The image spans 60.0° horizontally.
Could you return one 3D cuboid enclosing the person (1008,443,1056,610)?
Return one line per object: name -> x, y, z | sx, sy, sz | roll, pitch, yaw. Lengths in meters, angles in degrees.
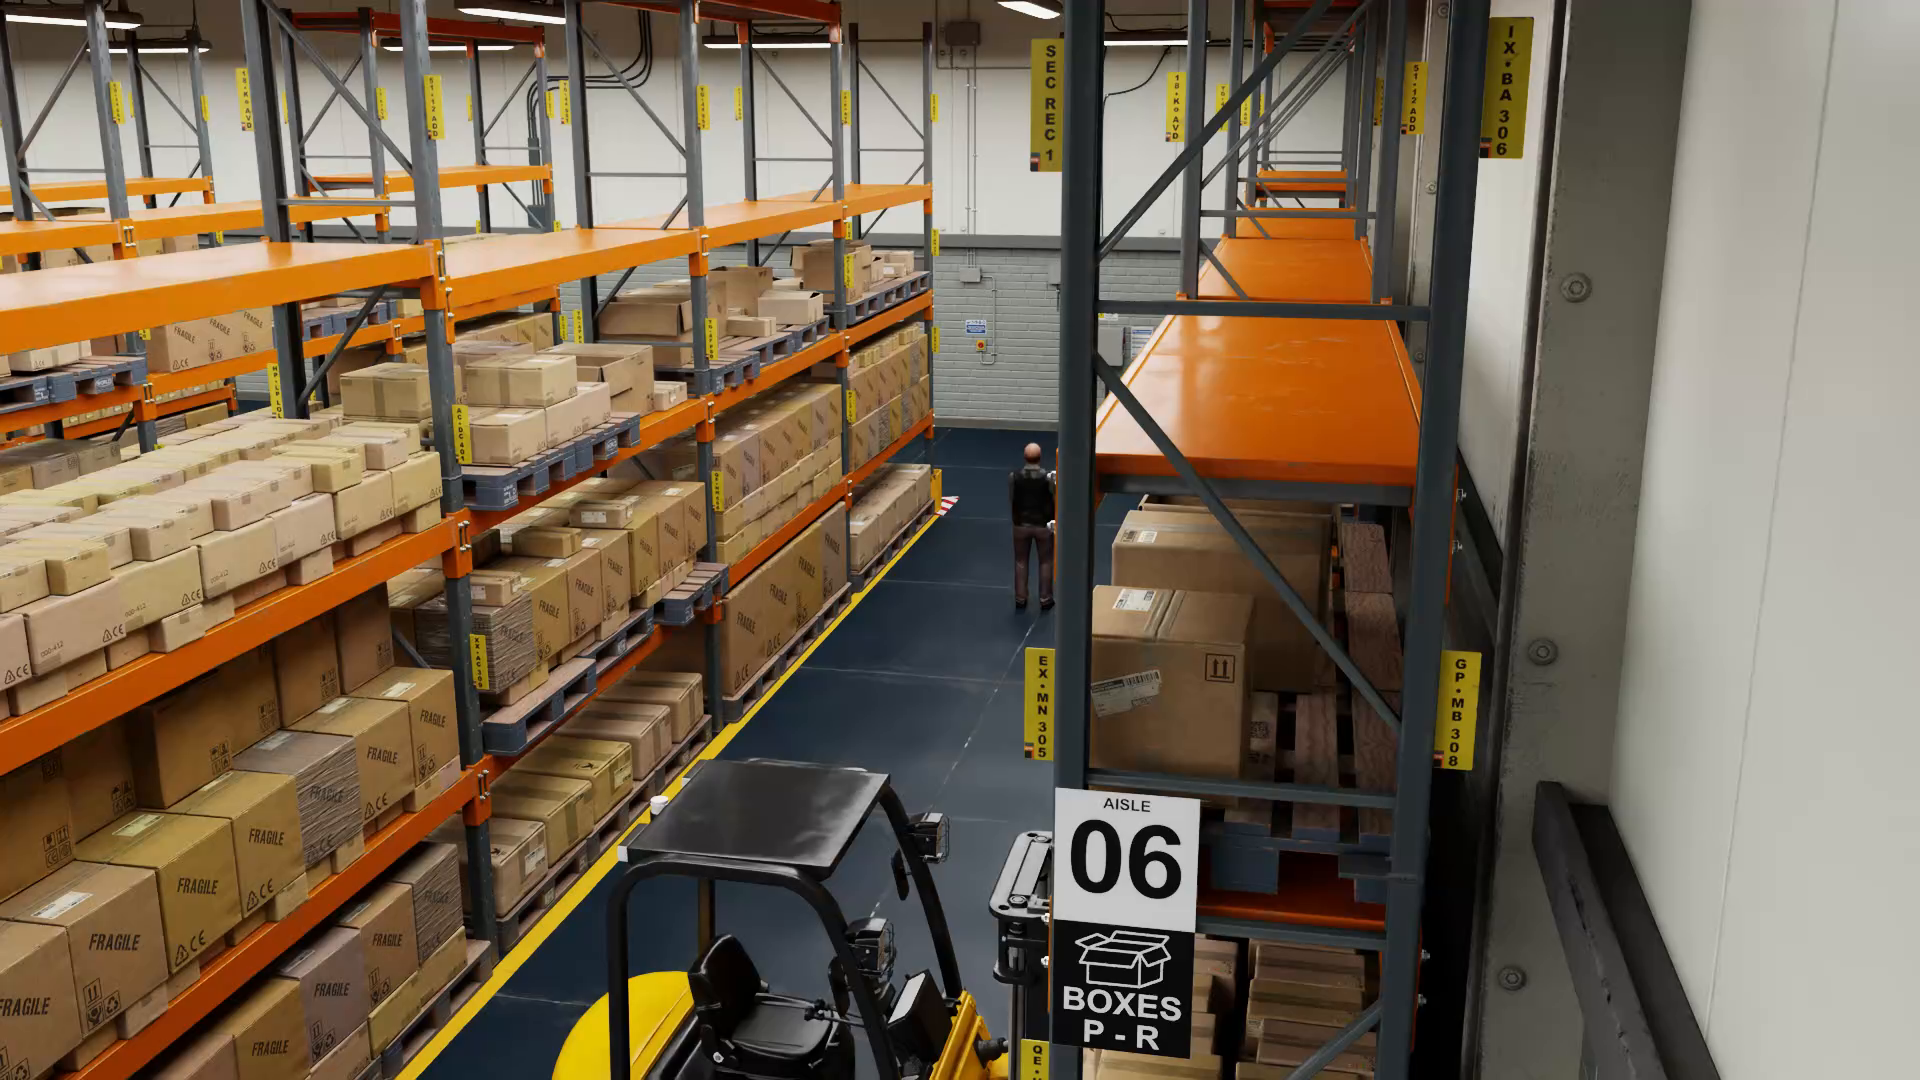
person -> 0.787, -0.163, 17.107 | 0.478, 1.726, 0.520 | 3, 15, 11
